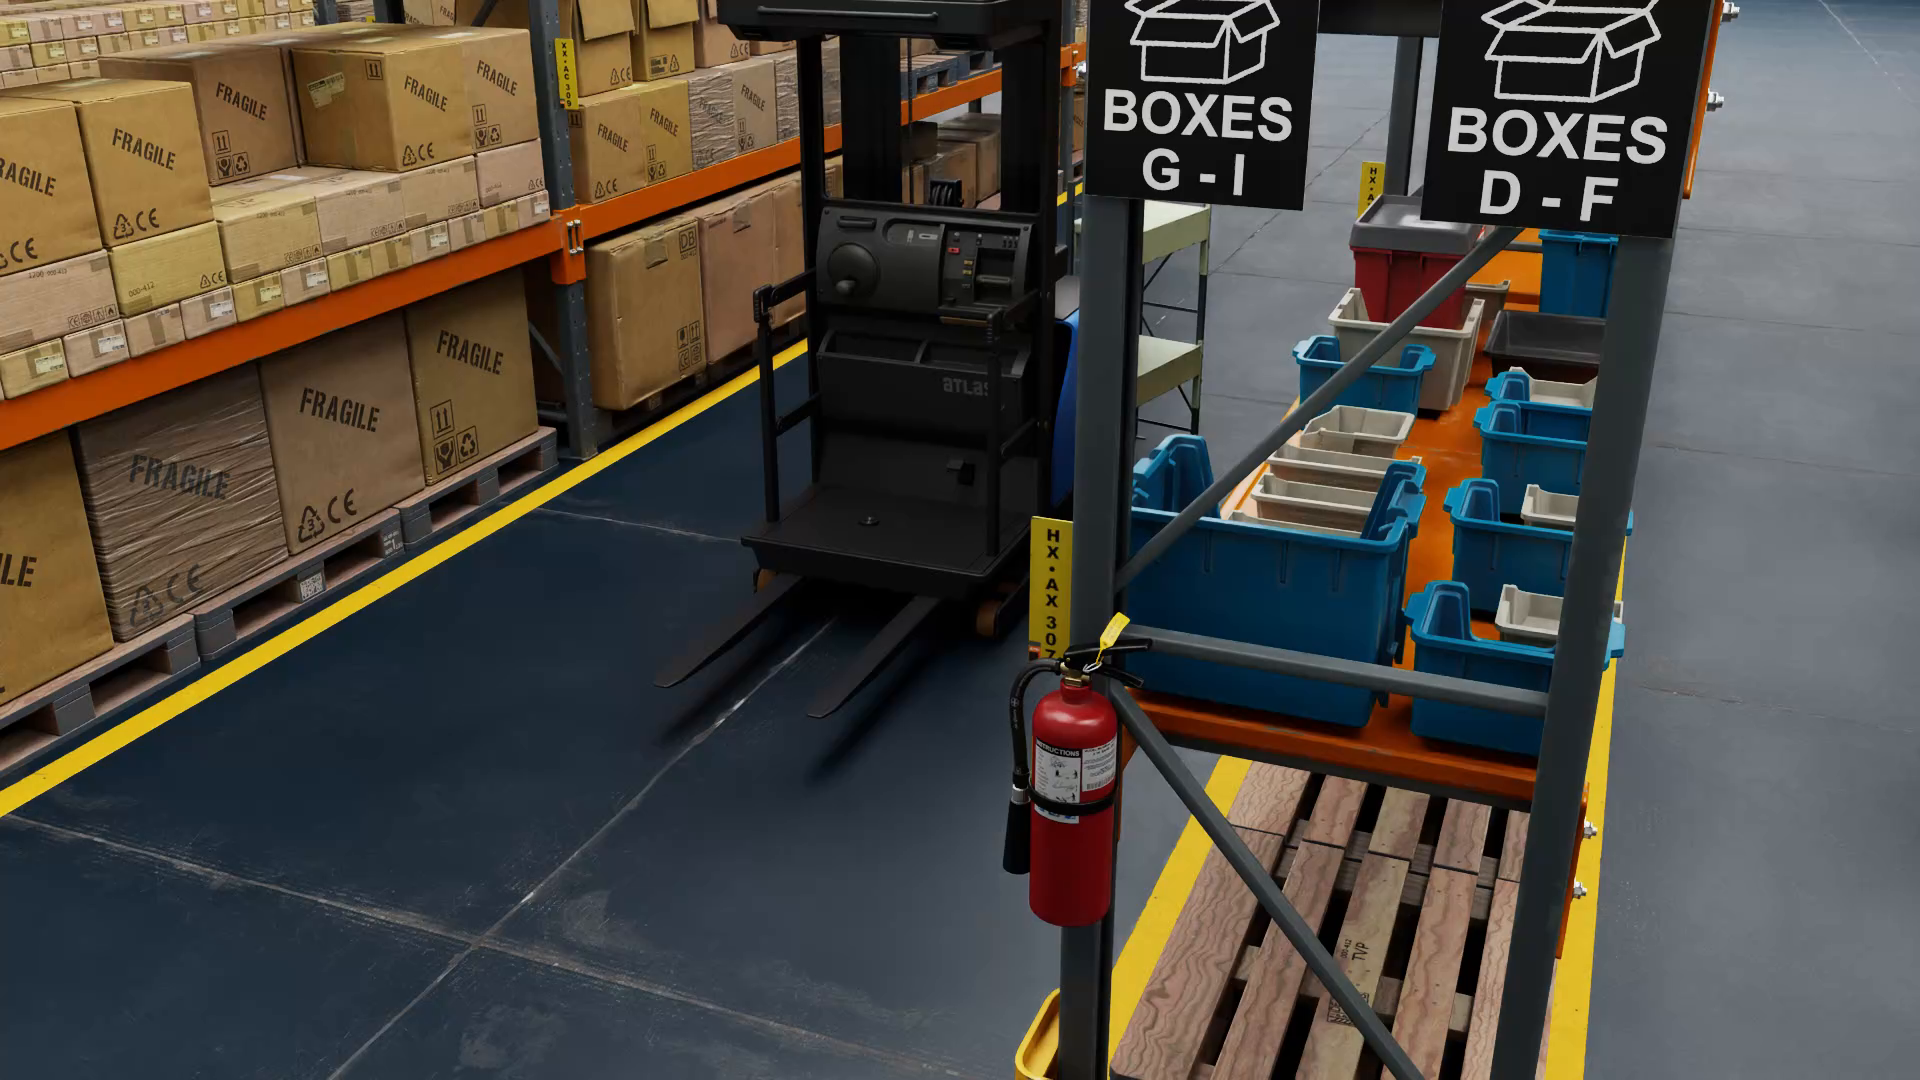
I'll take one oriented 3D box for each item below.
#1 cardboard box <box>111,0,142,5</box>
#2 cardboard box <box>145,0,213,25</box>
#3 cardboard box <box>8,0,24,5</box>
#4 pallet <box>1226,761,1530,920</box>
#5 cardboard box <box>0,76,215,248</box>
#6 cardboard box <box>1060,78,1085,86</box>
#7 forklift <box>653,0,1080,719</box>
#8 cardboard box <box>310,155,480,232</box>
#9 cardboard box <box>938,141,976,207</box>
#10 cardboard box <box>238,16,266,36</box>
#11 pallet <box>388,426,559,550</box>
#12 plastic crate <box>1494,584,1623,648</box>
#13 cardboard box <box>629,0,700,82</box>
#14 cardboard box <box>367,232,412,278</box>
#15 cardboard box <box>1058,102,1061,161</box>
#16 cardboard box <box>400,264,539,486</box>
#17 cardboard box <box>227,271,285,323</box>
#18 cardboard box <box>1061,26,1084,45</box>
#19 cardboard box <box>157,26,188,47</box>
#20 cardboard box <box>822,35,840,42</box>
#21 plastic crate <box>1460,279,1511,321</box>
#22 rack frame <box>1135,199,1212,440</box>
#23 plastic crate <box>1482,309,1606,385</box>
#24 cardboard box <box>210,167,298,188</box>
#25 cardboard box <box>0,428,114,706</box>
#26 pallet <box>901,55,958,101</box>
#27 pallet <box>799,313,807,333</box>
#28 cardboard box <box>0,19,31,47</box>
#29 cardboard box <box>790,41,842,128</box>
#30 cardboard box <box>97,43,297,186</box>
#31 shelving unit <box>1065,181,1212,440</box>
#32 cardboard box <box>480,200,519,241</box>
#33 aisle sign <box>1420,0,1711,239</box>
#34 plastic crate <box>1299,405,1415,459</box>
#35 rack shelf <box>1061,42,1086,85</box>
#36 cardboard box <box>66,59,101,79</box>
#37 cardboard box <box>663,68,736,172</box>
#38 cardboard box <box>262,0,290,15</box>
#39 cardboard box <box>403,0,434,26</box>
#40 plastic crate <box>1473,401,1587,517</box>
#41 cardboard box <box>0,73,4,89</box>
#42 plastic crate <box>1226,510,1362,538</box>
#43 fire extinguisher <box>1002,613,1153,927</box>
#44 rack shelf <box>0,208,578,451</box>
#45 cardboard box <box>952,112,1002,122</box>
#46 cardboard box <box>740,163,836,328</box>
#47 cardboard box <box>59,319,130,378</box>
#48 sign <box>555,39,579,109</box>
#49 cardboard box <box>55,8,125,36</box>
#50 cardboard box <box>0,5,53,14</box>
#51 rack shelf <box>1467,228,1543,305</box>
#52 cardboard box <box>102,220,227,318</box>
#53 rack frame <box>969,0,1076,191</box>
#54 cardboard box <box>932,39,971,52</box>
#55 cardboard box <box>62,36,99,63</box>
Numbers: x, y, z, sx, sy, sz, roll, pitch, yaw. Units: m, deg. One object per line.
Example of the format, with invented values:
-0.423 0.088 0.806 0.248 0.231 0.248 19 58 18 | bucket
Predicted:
-6.230 -3.900 12.203 0.380 0.149 0.250 10 25 23 | cardboard box
-5.628 -3.807 11.981 0.380 0.149 0.250 9 24 20 | cardboard box
-9.409 -5.281 16.282 0.380 0.149 0.250 10 25 23 | cardboard box
1.504 0.820 5.513 1.003 0.211 1.213 9 24 20 | pallet
-3.090 -1.364 5.959 0.500 0.500 0.500 8 24 19 | cardboard box
1.363 -4.556 17.464 0.500 0.500 0.500 11 25 25 | cardboard box
-0.231 -1.127 6.644 1.130 2.935 3.031 9 24 20 | forklift
-2.516 -1.570 7.425 0.500 0.250 0.500 10 24 22 | cardboard box
-0.292 -3.011 13.738 0.700 0.500 0.500 11 25 24 | cardboard box
-5.442 -3.843 12.454 0.380 0.149 0.250 9 24 21 | cardboard box
-2.761 -0.335 8.278 1.003 0.211 1.213 9 24 20 | pallet
1.300 0.208 3.625 0.250 0.136 0.298 9 24 20 | plastic crate
-1.911 -2.865 9.287 0.797 0.503 0.637 9 24 21 | cardboard box
-2.597 -1.242 7.159 0.380 0.149 0.250 9 24 21 | cardboard box
0.751 -3.923 15.949 0.500 0.500 0.500 8 24 18 | cardboard box
-2.726 -0.871 8.156 0.875 0.875 0.875 9 24 20 | cardboard box
-2.884 -0.966 6.496 0.380 0.149 0.250 8 24 19 | cardboard box
0.925 -4.663 15.349 0.380 0.149 0.250 9 24 20 | cardboard box
-5.726 -3.572 11.804 0.380 0.149 0.250 9 24 21 | cardboard box
-1.207 -3.564 10.959 0.797 0.503 0.637 10 25 22 | cardboard box
1.887 -0.934 6.357 0.396 0.136 0.243 9 24 20 | plastic crate
1.101 -1.216 8.716 0.400 1.500 0.023 15 27 32 | rack frame
2.026 -0.635 5.658 0.437 0.125 0.590 9 24 20 | plastic crate
-3.200 -1.457 7.154 0.500 0.250 0.500 9 24 21 | cardboard box
-3.728 0.095 5.843 0.875 0.875 0.875 9 24 20 | cardboard box
-0.755 -3.496 12.476 1.213 0.211 1.003 9 24 20 | pallet
-1.283 -1.756 11.680 1.003 0.211 1.213 9 24 20 | pallet
-6.205 -3.248 10.644 0.380 0.149 0.250 9 24 21 | cardboard box
-1.064 -2.971 10.840 0.500 0.500 0.500 9 24 20 | cardboard box
-3.200 -1.800 7.003 0.500 0.500 0.500 8 24 18 | cardboard box
0.892 -1.100 8.439 0.431 1.500 0.755 15 27 32 | shelving unit
-2.311 -1.518 7.819 0.380 0.149 0.250 9 24 21 | cardboard box
0.956 -0.873 2.576 0.394 0.787 0.004 9 24 20 | aisle sign
1.136 -0.279 4.791 0.298 0.136 0.250 9 24 20 | plastic crate
1.308 -5.129 17.071 1.077 0.370 4.000 9 24 20 | rack shelf
-6.018 -3.152 11.185 0.380 0.149 0.250 8 24 18 | cardboard box
-1.631 -2.417 9.514 0.500 0.500 0.500 8 24 19 | cardboard box
-5.340 -4.082 12.640 0.380 0.149 0.250 8 24 19 | cardboard box
-4.884 -4.411 14.288 0.500 0.500 0.500 9 24 20 | cardboard box
1.593 -0.205 4.488 0.416 0.233 0.300 9 24 20 | plastic crate
-6.303 -2.882 10.539 0.380 0.149 0.250 9 24 21 | cardboard box
0.841 0.034 4.041 0.396 0.136 0.243 9 24 20 | plastic crate
0.229 0.454 3.354 0.296 0.674 0.183 9 24 20 | fire extinguisher
-3.149 -0.835 6.791 1.077 0.370 4.000 9 24 20 | rack shelf
0.317 -3.578 15.098 0.700 0.500 0.500 7 24 16 | cardboard box
-1.534 -1.966 10.776 1.225 0.875 0.875 9 24 20 | cardboard box
-3.169 -0.692 5.842 0.380 0.149 0.250 8 24 19 | cardboard box
-1.890 -2.240 7.994 0.100 0.325 0.005 9 24 20 | sign
-5.921 -3.519 11.293 0.380 0.149 0.250 10 25 22 | cardboard box
-6.521 -3.619 11.532 0.380 0.149 0.250 8 24 18 | cardboard box
2.935 -1.557 8.520 1.077 0.370 4.000 9 24 20 | rack shelf
-3.086 -1.019 6.106 0.500 0.250 0.500 8 24 18 | cardboard box
0.565 -4.746 15.219 1.000 3.000 0.127 9 24 20 | rack frame
-0.084 -4.006 13.097 0.500 0.250 0.500 8 24 19 | cardboard box
-6.016 -3.295 11.141 0.380 0.149 0.250 10 25 22 | cardboard box
